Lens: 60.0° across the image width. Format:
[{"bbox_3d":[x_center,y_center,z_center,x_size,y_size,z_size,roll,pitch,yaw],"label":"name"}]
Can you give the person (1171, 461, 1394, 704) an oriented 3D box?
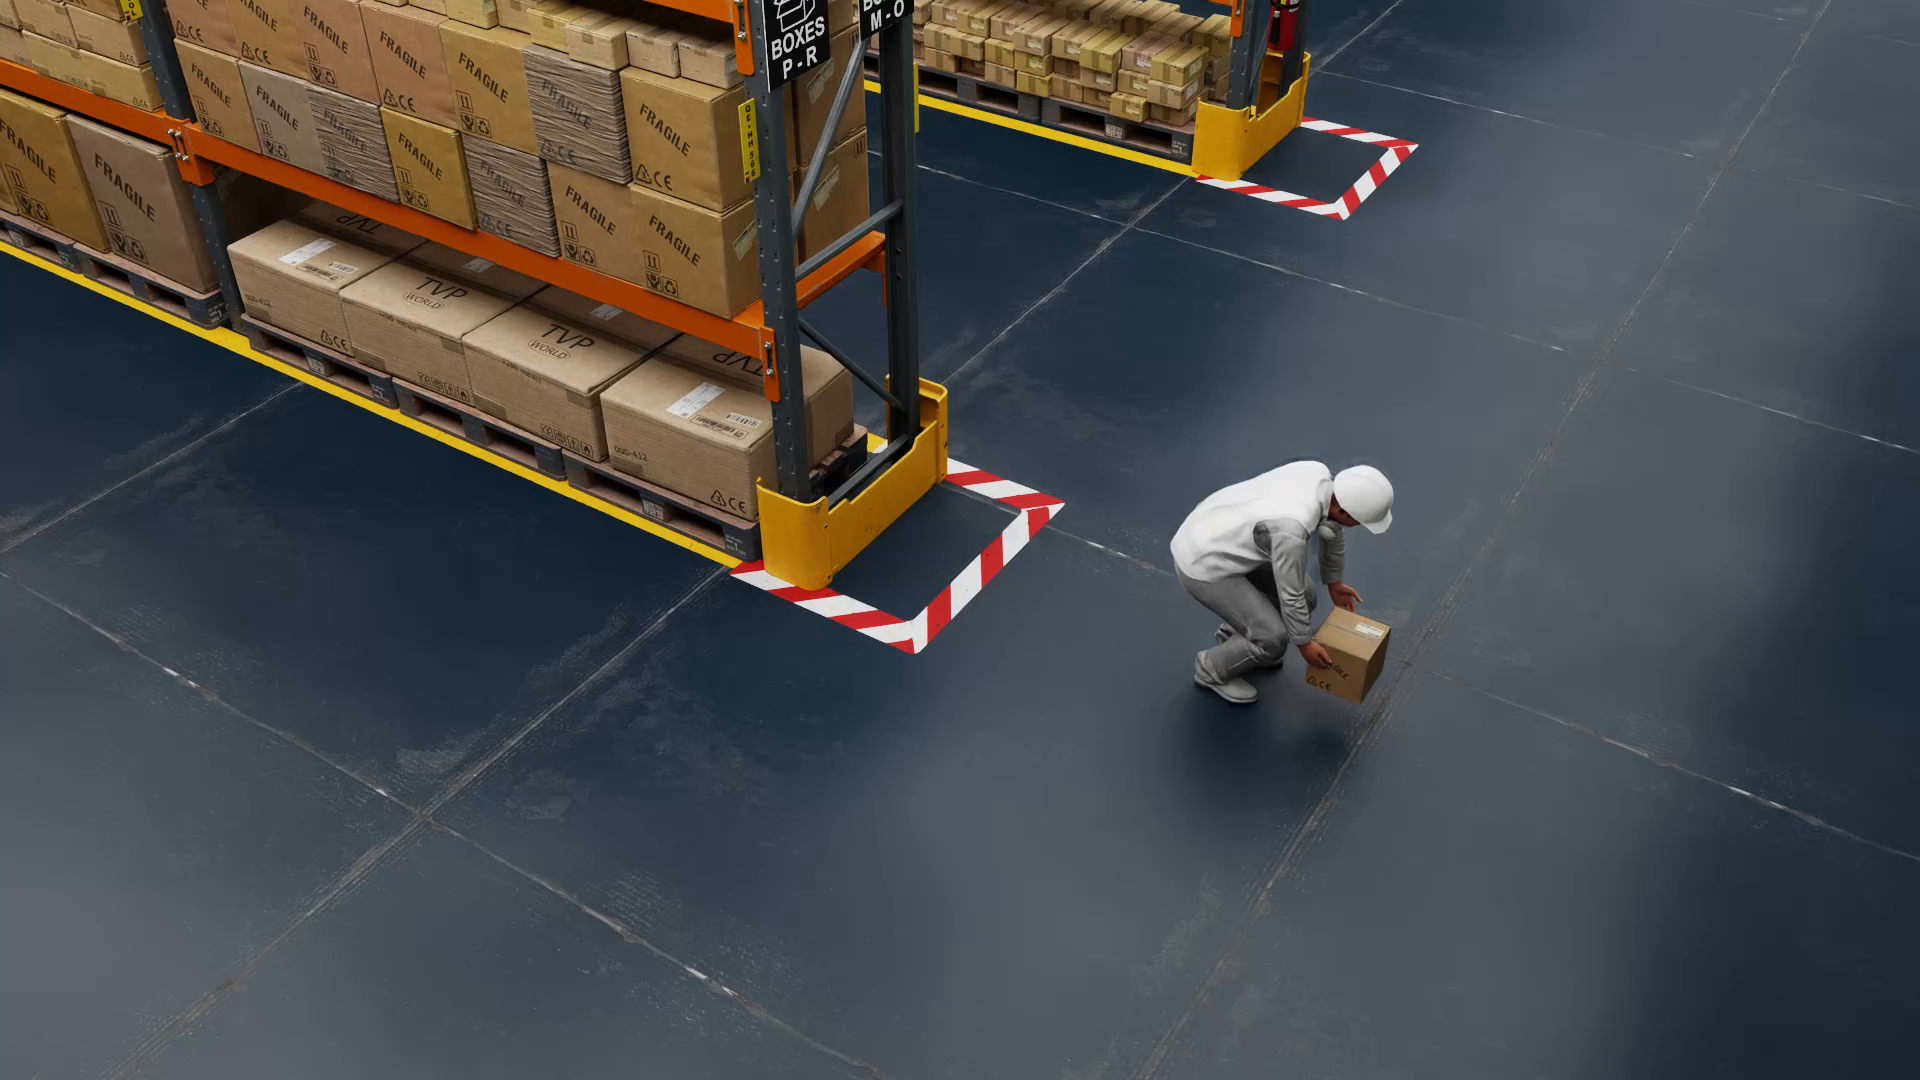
[{"bbox_3d":[1.324,0.113,6.963,0.844,1.222,0.575,21,43,25],"label":"person"}]
